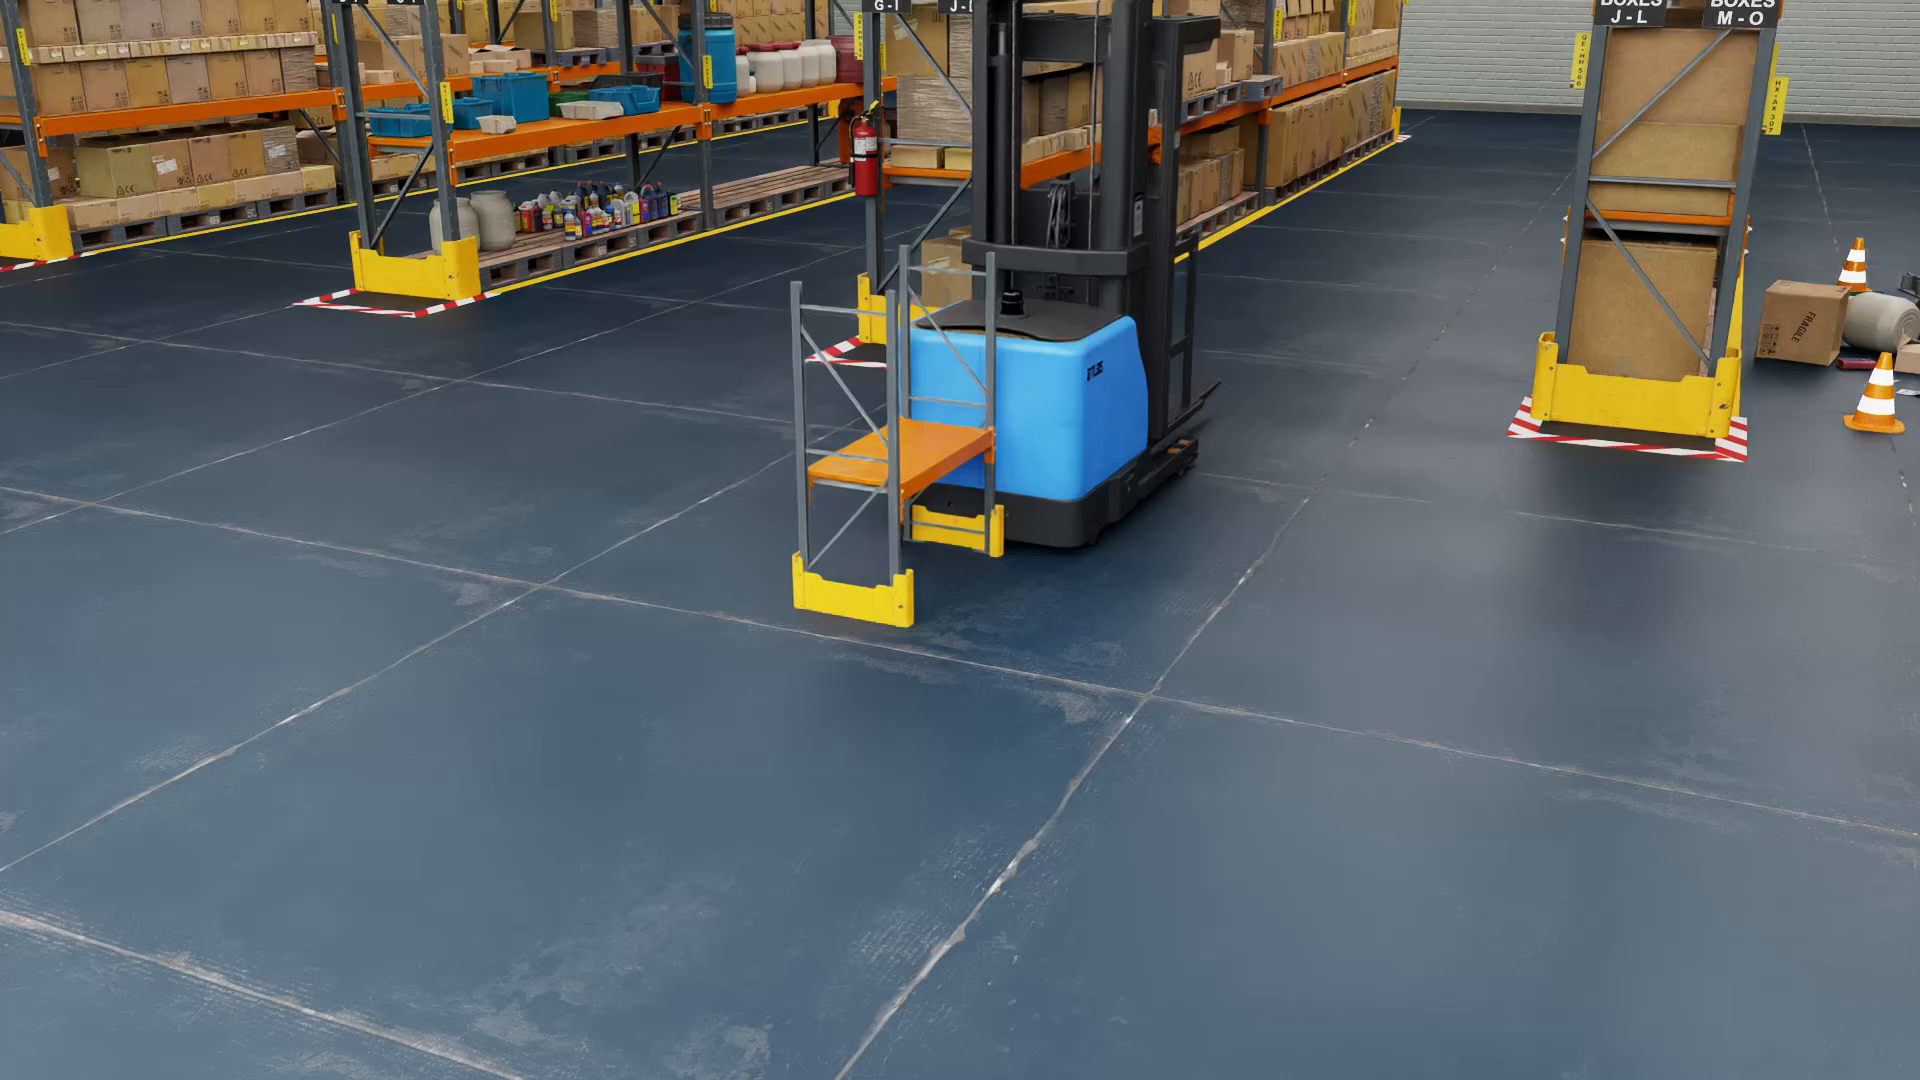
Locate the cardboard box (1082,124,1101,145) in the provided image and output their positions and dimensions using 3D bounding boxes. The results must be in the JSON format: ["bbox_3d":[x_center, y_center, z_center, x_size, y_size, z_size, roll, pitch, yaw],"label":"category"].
[{"bbox_3d":[0.966,-3.424,13.995,0.380,0.149,0.250,9,21,23],"label":"cardboard box"}]

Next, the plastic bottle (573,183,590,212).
[{"bbox_3d":[-3.891,-3.496,17.120,0.144,0.351,0.185,8,21,20],"label":"plastic bottle"}]

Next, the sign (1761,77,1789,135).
[{"bbox_3d":[4.763,-2.538,9.719,0.100,0.325,0.005,9,21,23],"label":"sign"}]

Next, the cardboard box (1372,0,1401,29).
[{"bbox_3d":[6.368,-8.011,25.179,0.500,0.500,0.500,9,21,23],"label":"cardboard box"}]

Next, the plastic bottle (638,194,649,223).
[{"bbox_3d":[-3.213,-3.362,16.842,0.061,0.283,0.133,10,22,26],"label":"plastic bottle"}]

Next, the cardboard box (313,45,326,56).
[{"bbox_3d":[-9.862,-7.472,25.348,0.380,0.149,0.250,9,22,24],"label":"cardboard box"}]

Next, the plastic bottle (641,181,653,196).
[{"bbox_3d":[-3.237,-3.527,17.207,0.144,0.351,0.185,9,21,23],"label":"plastic bottle"}]

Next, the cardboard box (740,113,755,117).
[{"bbox_3d":[-3.632,-7.148,27.663,0.380,0.166,0.250,9,21,23],"label":"cardboard box"}]

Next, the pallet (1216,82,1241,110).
[{"bbox_3d":[2.278,-4.627,17.288,1.003,0.211,1.213,9,21,23],"label":"pallet"}]

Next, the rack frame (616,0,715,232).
[{"bbox_3d":[-3.105,-4.785,17.446,1.000,3.000,0.127,9,21,23],"label":"rack frame"}]

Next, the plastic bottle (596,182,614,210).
[{"bbox_3d":[-3.683,-3.534,17.227,0.144,0.351,0.185,9,21,23],"label":"plastic bottle"}]

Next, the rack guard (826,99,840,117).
[{"bbox_3d":[-2.740,-7.933,30.029,1.175,0.500,0.348,9,21,23],"label":"rack guard"}]

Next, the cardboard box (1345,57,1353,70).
[{"bbox_3d":[5.114,-6.477,22.580,0.380,0.149,0.250,9,21,23],"label":"cardboard box"}]

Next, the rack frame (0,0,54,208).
[{"bbox_3d":[-9.260,-4.243,15.922,1.000,3.000,0.127,9,21,23],"label":"rack frame"}]

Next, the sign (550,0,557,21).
[{"bbox_3d":[-5.477,-7.159,22.393,0.100,0.325,0.005,9,21,23],"label":"sign"}]

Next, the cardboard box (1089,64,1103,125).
[{"bbox_3d":[0.823,-3.849,14.221,0.875,0.500,0.500,9,21,23],"label":"cardboard box"}]

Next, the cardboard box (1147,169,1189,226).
[{"bbox_3d":[1.897,-3.463,16.802,0.700,0.500,0.500,8,21,22],"label":"cardboard box"}]

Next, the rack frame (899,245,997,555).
[{"bbox_3d":[-0.059,-0.671,8.116,0.500,1.500,0.032,9,21,24],"label":"rack frame"}]

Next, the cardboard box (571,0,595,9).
[{"bbox_3d":[-7.429,-9.796,31.091,0.980,0.700,0.700,10,22,25],"label":"cardboard box"}]

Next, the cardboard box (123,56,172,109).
[{"bbox_3d":[-8.638,-4.743,17.180,0.700,0.500,0.500,9,21,23],"label":"cardboard box"}]

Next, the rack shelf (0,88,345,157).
[{"bbox_3d":[-8.441,-4.515,17.762,1.077,0.370,4.000,9,21,23],"label":"rack shelf"}]

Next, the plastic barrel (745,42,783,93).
[{"bbox_3d":[-2.213,-5.335,18.792,0.433,0.535,0.433,0,20,0],"label":"plastic barrel"}]

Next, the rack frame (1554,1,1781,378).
[{"bbox_3d":[4.259,-2.171,10.096,1.000,3.000,0.127,9,21,23],"label":"rack frame"}]

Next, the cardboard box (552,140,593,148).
[{"bbox_3d":[-5.537,-5.818,23.425,0.500,0.500,0.500,10,22,25],"label":"cardboard box"}]

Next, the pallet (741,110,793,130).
[{"bbox_3d":[-3.566,-7.181,28.347,1.003,0.211,1.213,9,21,23],"label":"pallet"}]

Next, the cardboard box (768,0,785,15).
[{"bbox_3d":[-3.264,-9.008,27.679,0.500,0.500,0.500,9,22,24],"label":"cardboard box"}]

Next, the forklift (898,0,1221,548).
[{"bbox_3d":[0.736,-1.797,9.147,1.130,2.935,3.031,9,21,24],"label":"forklift"}]

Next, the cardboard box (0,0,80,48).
[{"bbox_3d":[-9.036,-5.058,16.130,0.700,0.500,0.500,9,21,23],"label":"cardboard box"}]

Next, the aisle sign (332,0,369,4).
[{"bbox_3d":[-5.043,-4.805,13.625,0.394,0.787,0.004,9,21,23],"label":"aisle sign"}]

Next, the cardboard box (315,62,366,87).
[{"bbox_3d":[-7.461,-5.551,19.826,0.500,0.250,0.500,10,22,26],"label":"cardboard box"}]

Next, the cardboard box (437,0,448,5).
[{"bbox_3d":[-8.825,-8.962,27.449,0.500,0.250,0.500,9,22,24],"label":"cardboard box"}]

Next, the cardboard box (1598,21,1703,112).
[{"bbox_3d":[4.588,-3.039,10.703,0.875,0.550,0.550,9,21,23],"label":"cardboard box"}]

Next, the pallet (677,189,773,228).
[{"bbox_3d":[-2.819,-3.716,18.603,1.003,0.211,1.213,9,21,23],"label":"pallet"}]

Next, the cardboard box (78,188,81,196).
[{"bbox_3d":[-9.117,-3.504,17.322,0.500,0.250,0.500,9,21,23],"label":"cardboard box"}]

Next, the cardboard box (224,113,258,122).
[{"bbox_3d":[-10.753,-6.169,24.413,0.700,0.500,0.500,9,21,23],"label":"cardboard box"}]

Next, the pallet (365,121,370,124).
[{"bbox_3d":[-9.613,-6.655,26.867,1.003,0.211,1.213,9,21,23],"label":"pallet"}]

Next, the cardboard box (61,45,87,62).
[{"bbox_3d":[-8.798,-4.767,16.279,0.380,0.149,0.250,8,21,21],"label":"cardboard box"}]

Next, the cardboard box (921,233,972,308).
[{"bbox_3d":[0.047,-2.091,12.976,0.500,0.500,0.500,13,23,33],"label":"cardboard box"}]

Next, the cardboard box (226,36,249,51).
[{"bbox_3d":[-7.957,-5.395,18.045,0.380,0.149,0.250,8,21,22],"label":"cardboard box"}]

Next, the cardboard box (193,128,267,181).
[{"bbox_3d":[-8.030,-4.245,18.286,0.500,0.500,0.500,9,21,23],"label":"cardboard box"}]

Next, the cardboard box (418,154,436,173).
[{"bbox_3d":[-6.811,-4.772,20.887,0.500,0.250,0.500,8,21,21],"label":"cardboard box"}]

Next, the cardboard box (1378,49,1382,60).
[{"bbox_3d":[5.960,-7.109,24.357,0.380,0.149,0.250,9,21,23],"label":"cardboard box"}]

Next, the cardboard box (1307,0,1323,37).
[{"bbox_3d":[4.144,-6.666,21.089,0.797,0.503,0.637,9,21,23],"label":"cardboard box"}]

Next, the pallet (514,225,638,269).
[{"bbox_3d":[-3.916,-2.897,16.300,1.003,0.211,1.213,9,21,23],"label":"pallet"}]

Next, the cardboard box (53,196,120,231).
[{"bbox_3d":[-8.838,-3.278,16.688,0.500,0.250,0.500,9,21,23],"label":"cardboard box"}]

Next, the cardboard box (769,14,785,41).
[{"bbox_3d":[-3.269,-8.542,27.861,0.500,0.500,0.500,8,21,22],"label":"cardboard box"}]

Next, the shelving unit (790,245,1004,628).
[{"bbox_3d":[-0.271,-0.519,7.691,0.587,1.500,1.083,9,21,24],"label":"shelving unit"}]

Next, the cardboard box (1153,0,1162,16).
[{"bbox_3d":[1.480,-4.588,14.808,0.500,0.500,0.500,9,21,23],"label":"cardboard box"}]

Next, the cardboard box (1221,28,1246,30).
[{"bbox_3d":[2.867,-5.402,18.407,0.500,0.500,0.500,6,20,16],"label":"cardboard box"}]

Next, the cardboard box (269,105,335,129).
[{"bbox_3d":[-10.085,-6.759,25.578,0.750,0.750,0.750,8,21,22],"label":"cardboard box"}]

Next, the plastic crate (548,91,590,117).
[{"bbox_3d":[-3.918,-4.309,16.424,0.450,0.188,0.662,9,21,23],"label":"plastic crate"}]

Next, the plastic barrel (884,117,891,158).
[{"bbox_3d":[-1.133,-5.370,22.178,0.421,0.512,0.421,0,20,0],"label":"plastic barrel"}]

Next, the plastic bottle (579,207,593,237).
[{"bbox_3d":[-3.607,-3.068,16.015,0.061,0.283,0.133,9,21,24],"label":"plastic bottle"}]

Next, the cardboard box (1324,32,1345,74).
[{"bbox_3d":[4.747,-6.417,21.888,0.500,0.500,0.500,9,21,23],"label":"cardboard box"}]

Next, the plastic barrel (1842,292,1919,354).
[{"bbox_3d":[6.832,-1.622,12.399,0.421,0.421,0.512,-9,22,-24],"label":"plastic barrel"}]

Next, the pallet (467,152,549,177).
[{"bbox_3d":[-6.357,-5.128,22.573,1.003,0.211,1.213,9,21,23],"label":"pallet"}]
